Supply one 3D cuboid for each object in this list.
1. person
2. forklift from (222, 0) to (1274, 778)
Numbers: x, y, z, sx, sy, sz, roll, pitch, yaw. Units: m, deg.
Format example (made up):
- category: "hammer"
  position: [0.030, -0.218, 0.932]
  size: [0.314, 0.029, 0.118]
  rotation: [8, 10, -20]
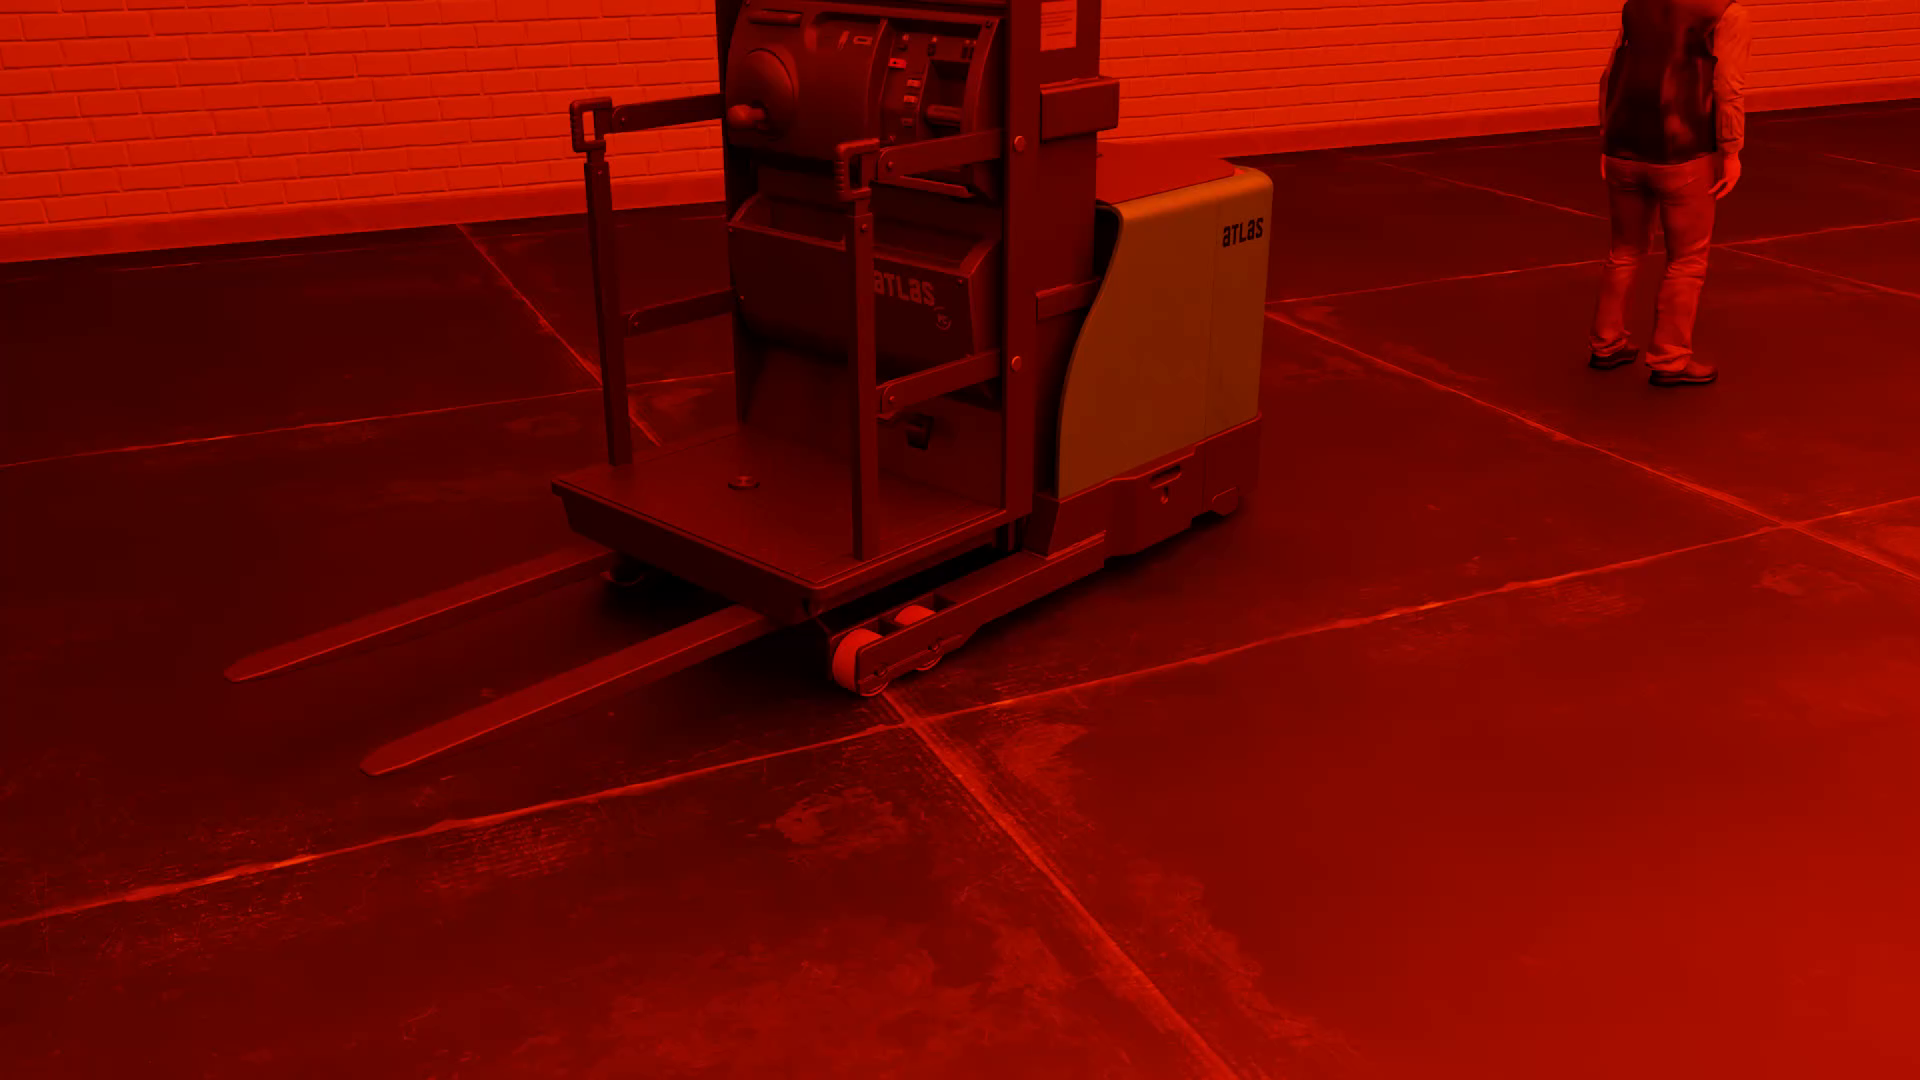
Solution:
- category: "person"
  position: [2.720, -1.481, 6.431]
  size: [0.426, 1.720, 0.591]
  rotation: [-15, 27, -32]
- category: "forklift"
  position: [-0.413, -1.182, 4.131]
  size: [1.130, 2.935, 3.031]
  rotation: [19, 29, 39]
